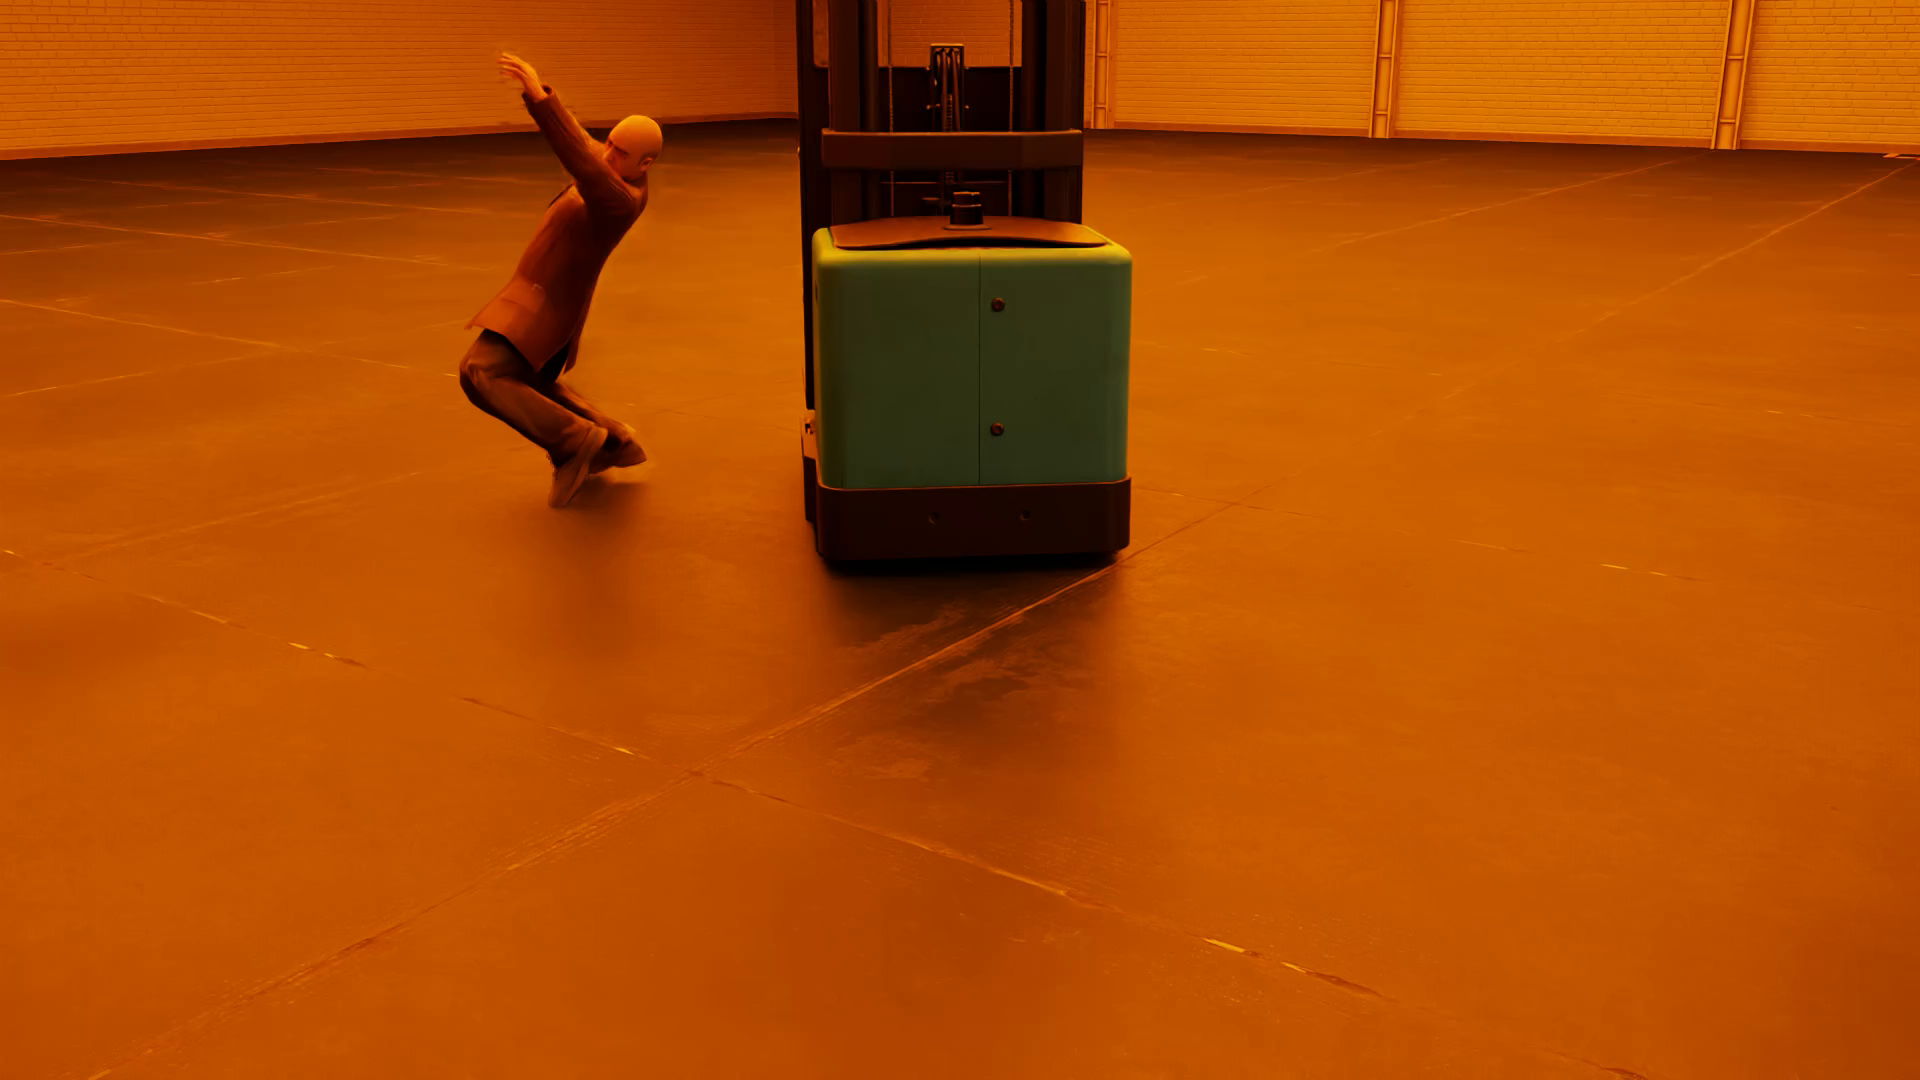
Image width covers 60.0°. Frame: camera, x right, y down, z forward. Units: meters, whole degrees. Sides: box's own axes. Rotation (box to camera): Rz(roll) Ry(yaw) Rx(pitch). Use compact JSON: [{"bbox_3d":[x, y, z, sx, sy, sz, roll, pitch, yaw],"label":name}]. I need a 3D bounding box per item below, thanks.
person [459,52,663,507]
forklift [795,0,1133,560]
[{"bbox_3d":[-1.502,-0.978,6.342,0.756,1.693,1.011,0,17,-2],"label":"person"},{"bbox_3d":[-0.099,-1.712,6.559,1.130,2.935,3.031,-2,17,-6],"label":"forklift"}]
